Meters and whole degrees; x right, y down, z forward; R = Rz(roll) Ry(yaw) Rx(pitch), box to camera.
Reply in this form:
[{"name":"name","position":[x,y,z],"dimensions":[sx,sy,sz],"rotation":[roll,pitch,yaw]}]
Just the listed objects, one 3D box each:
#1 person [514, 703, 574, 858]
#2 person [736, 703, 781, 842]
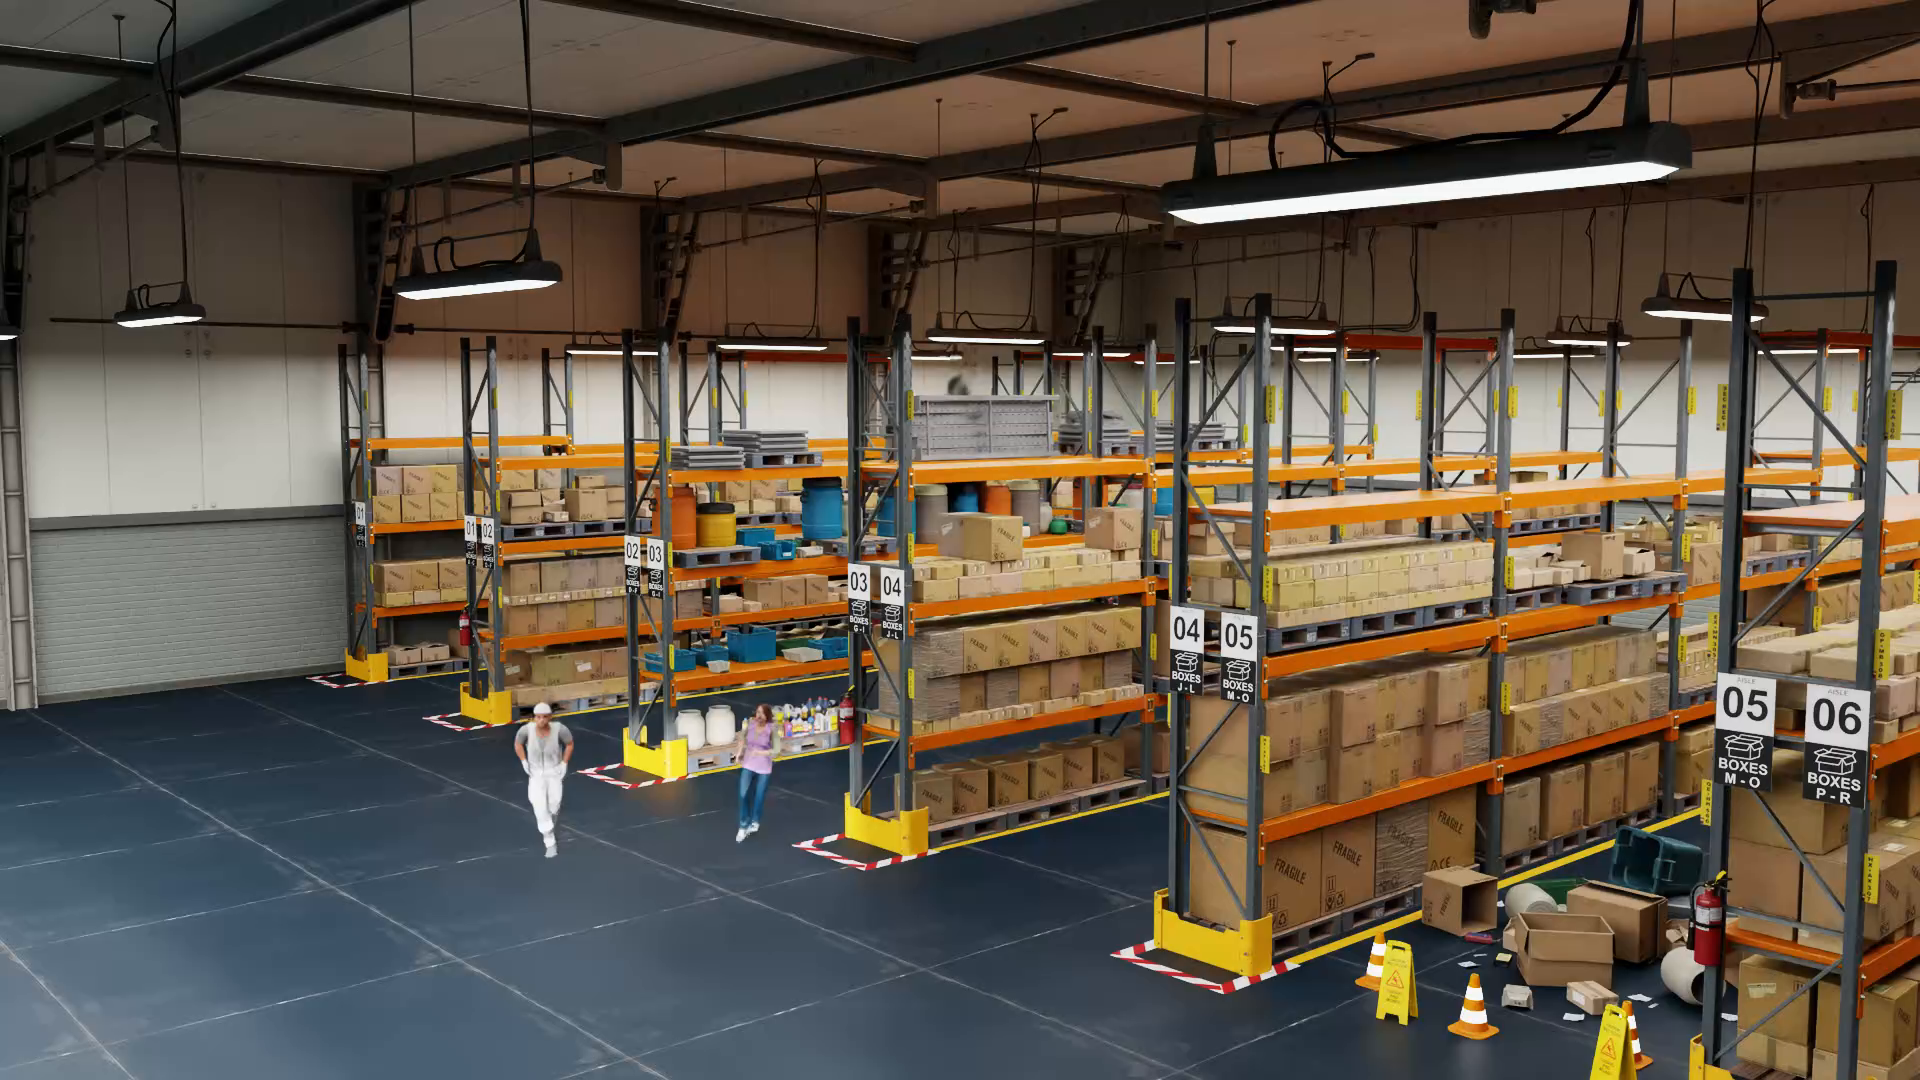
[{"name":"person","position":[-4.676,2.650,18.761],"dimensions":[0.653,1.762,0.909],"rotation":[-1,5,-7]},{"name":"person","position":[-2.318,2.676,19.192],"dimensions":[0.543,1.616,0.601],"rotation":[0,5,4]}]
